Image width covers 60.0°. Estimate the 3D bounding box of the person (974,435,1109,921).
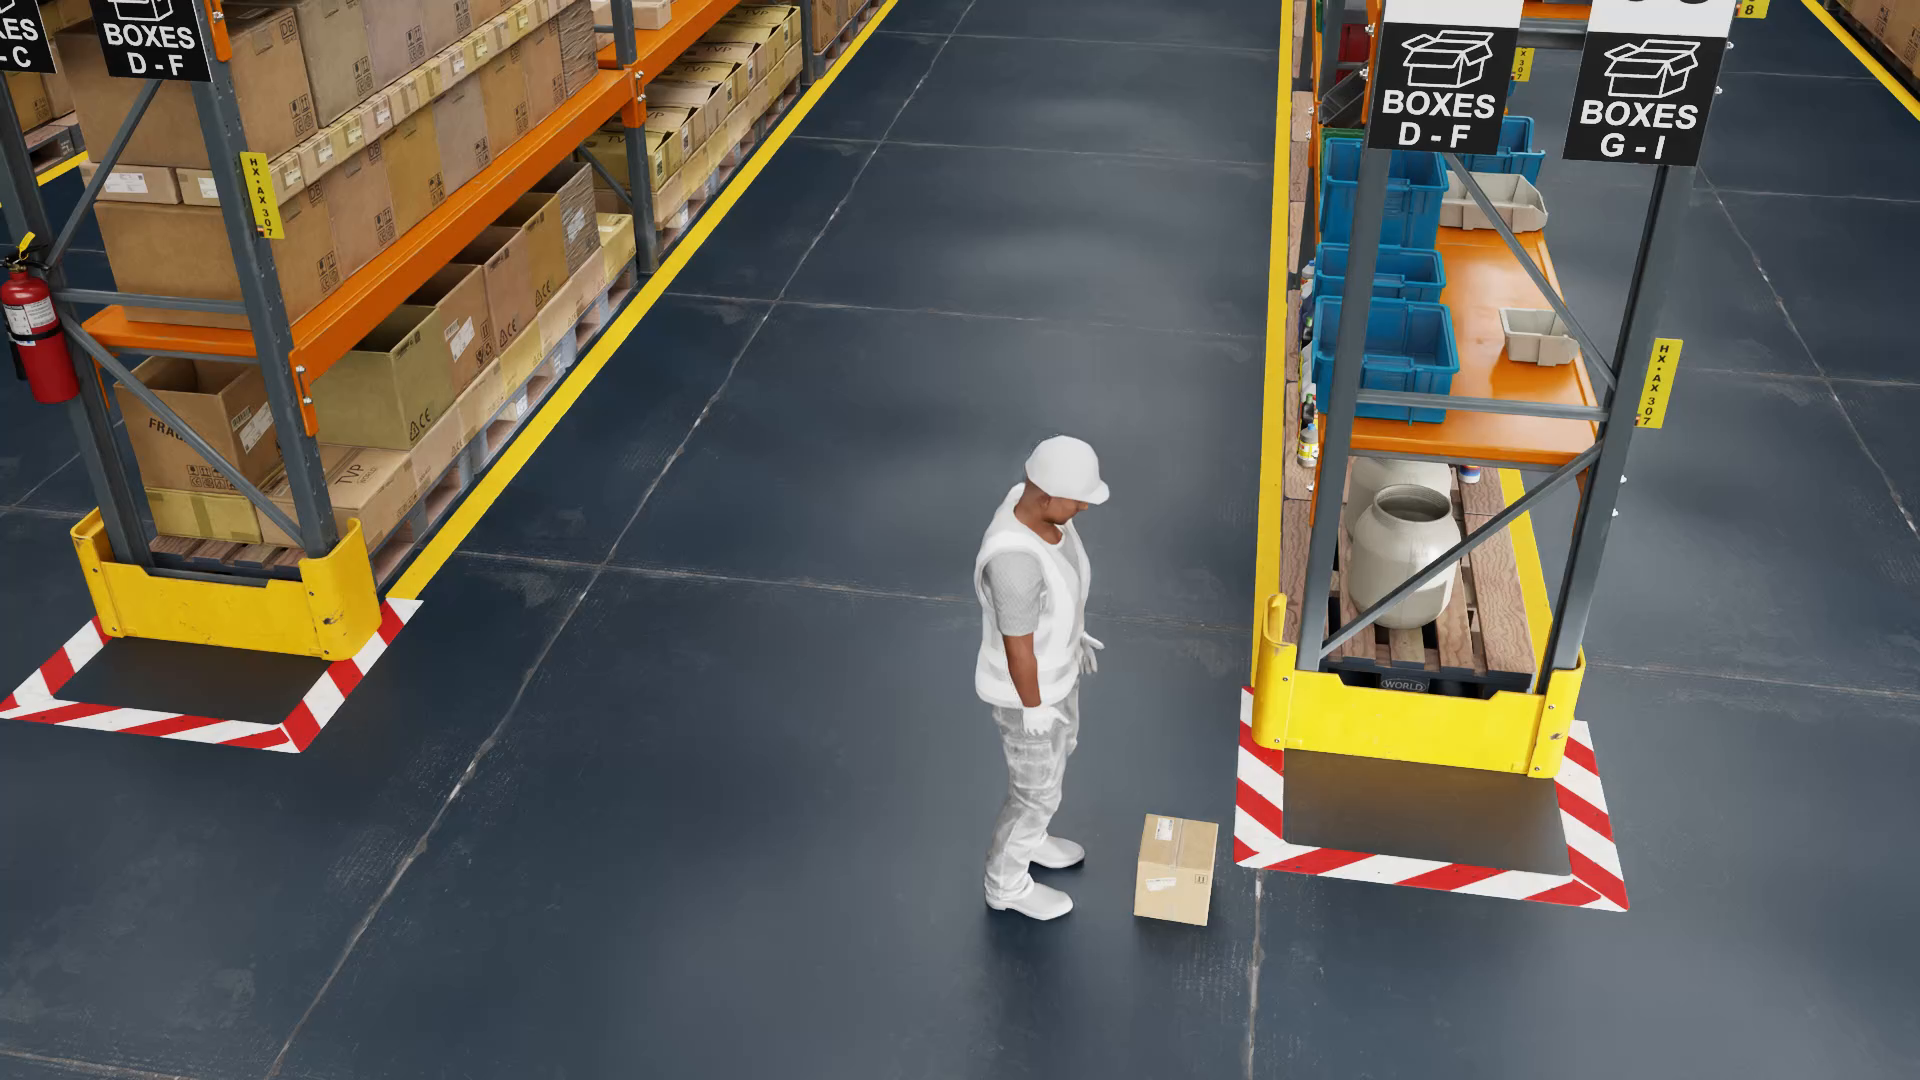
[{"bbox_3d":[0.260,0.438,5.439,0.389,1.763,0.557,7,33,11],"label":"person"}]
